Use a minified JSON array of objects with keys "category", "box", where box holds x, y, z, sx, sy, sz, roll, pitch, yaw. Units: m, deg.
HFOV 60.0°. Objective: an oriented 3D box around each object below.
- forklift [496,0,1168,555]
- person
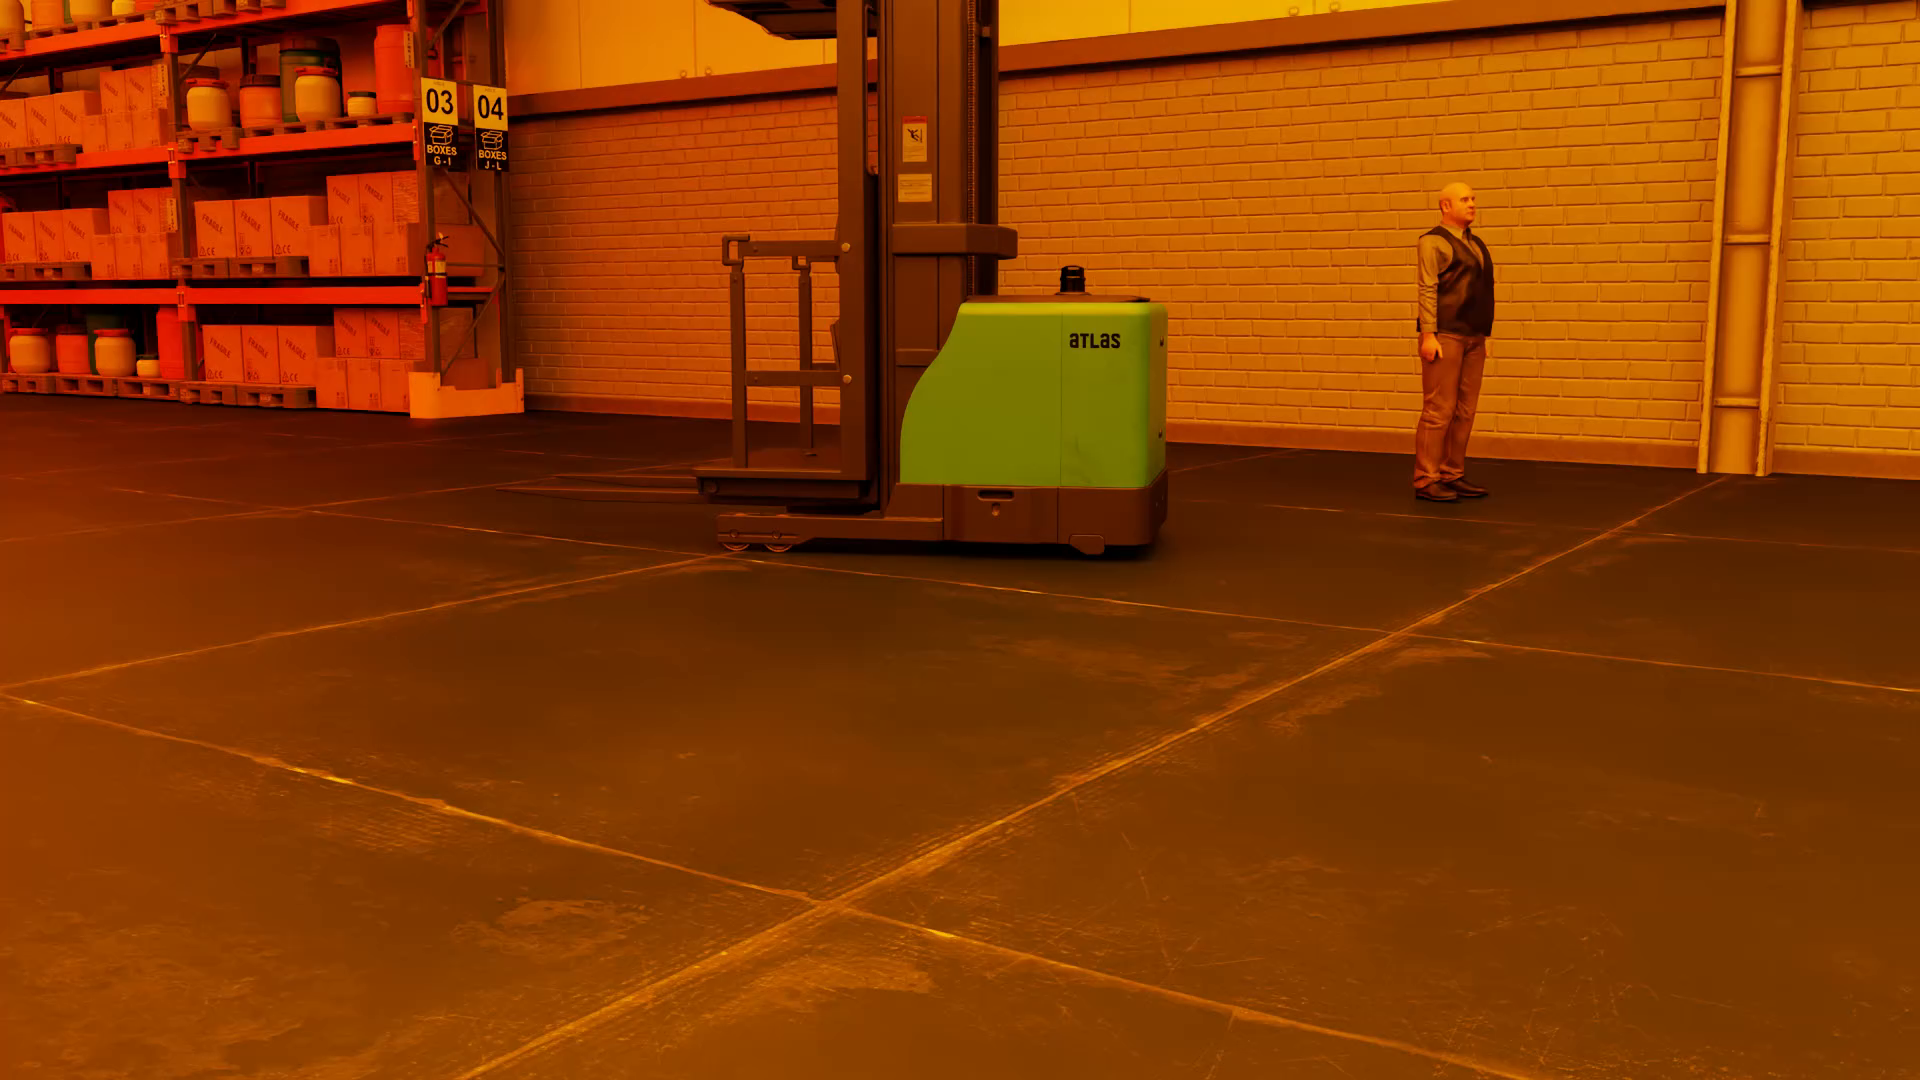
[{"category":"forklift","box":[-0.596,-1.469,7.520,3.031,2.935,1.130,2,8,12]},{"category":"person","box":[2.724,-1.090,9.151,0.531,1.725,0.360,-7,11,-41]}]
